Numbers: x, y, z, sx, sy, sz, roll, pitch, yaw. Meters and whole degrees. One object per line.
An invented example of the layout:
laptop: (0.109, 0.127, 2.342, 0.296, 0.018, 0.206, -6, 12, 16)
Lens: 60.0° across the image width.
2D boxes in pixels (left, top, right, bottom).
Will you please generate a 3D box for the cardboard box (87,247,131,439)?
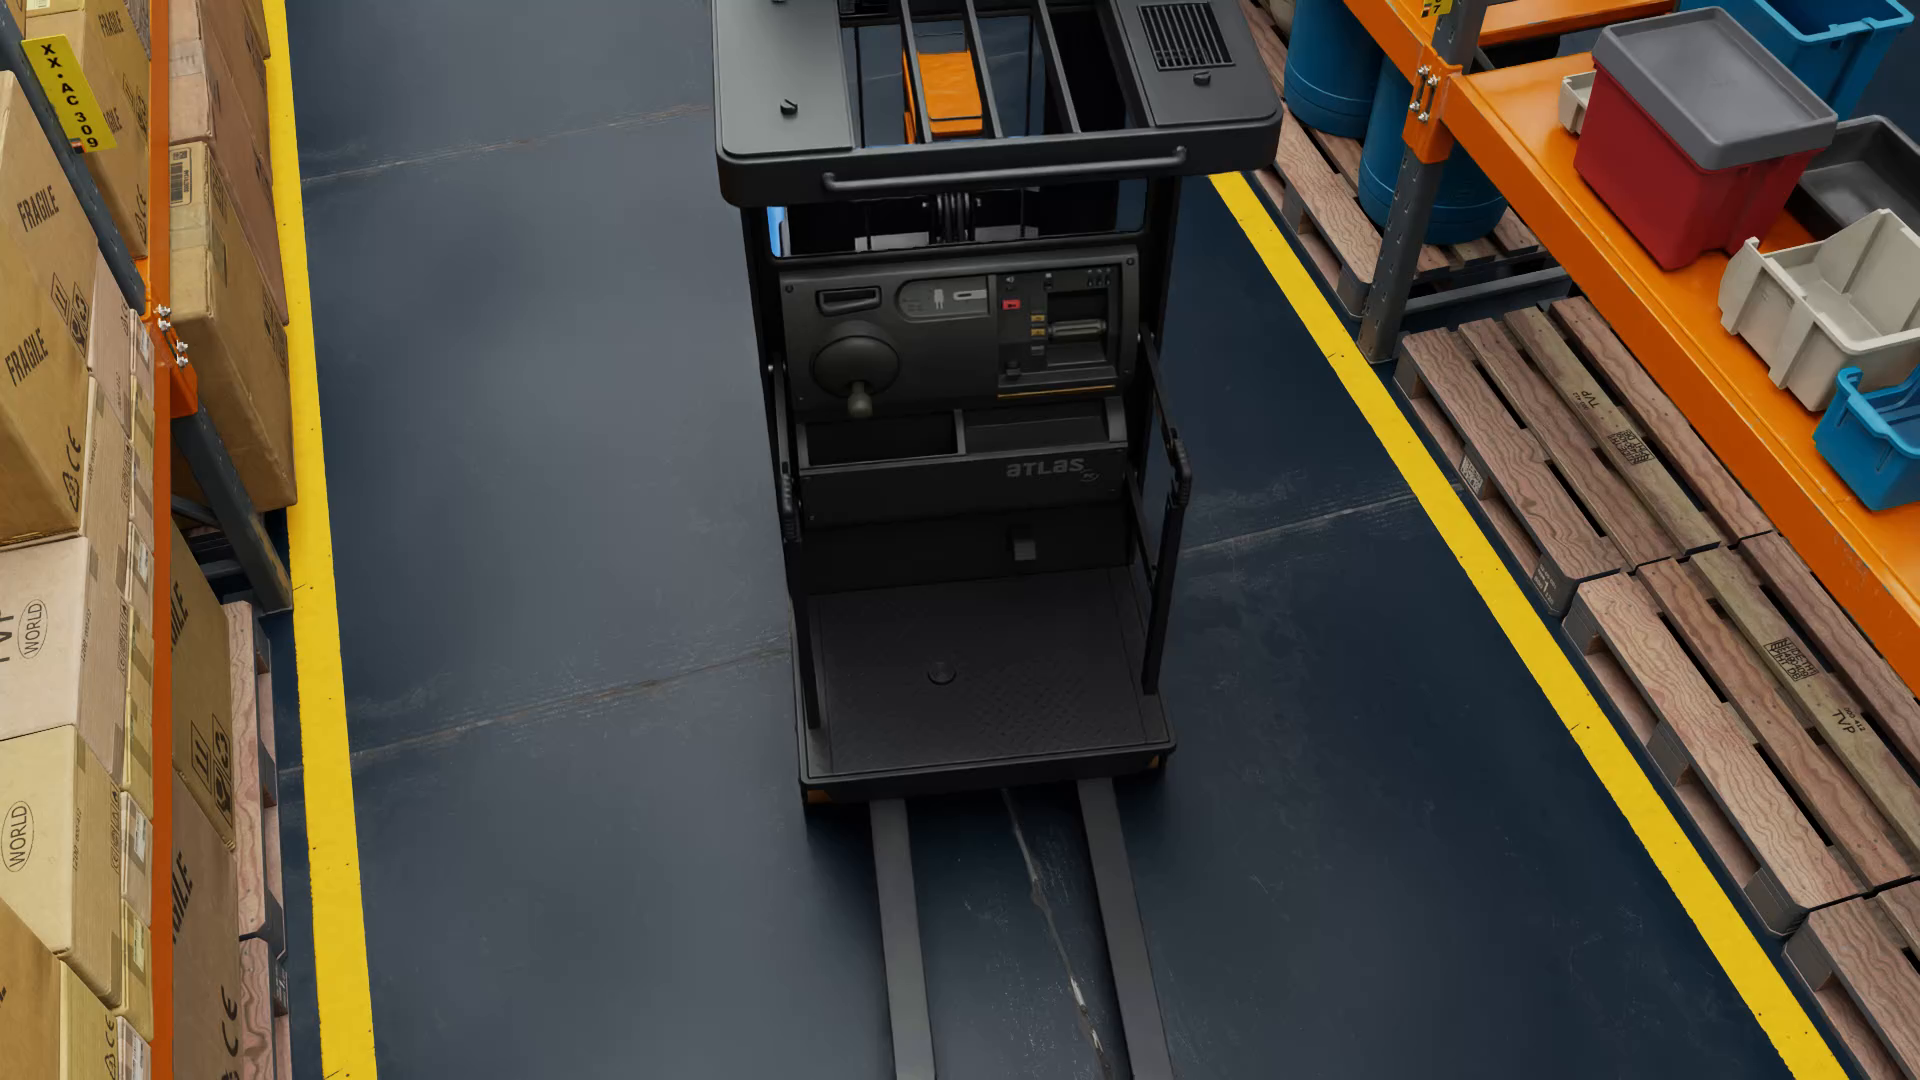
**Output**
cardboard box: (-2.337, -0.446, 4.068, 0.500, 0.250, 0.500, -14, 51, -12)

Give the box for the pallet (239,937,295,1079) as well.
pallet: (-2.204, 1.703, 4.177, 1.003, 0.211, 1.213, -13, 51, -11)

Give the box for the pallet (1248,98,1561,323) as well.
pallet: (1.825, -1.456, 6.839, 1.003, 0.211, 1.213, -13, 51, -11)

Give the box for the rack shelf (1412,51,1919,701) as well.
rack shelf: (2.605, -0.089, 4.334, 1.077, 0.370, 4.000, -13, 51, -11)

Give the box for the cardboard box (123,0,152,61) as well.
cardboard box: (-2.913, -1.819, 5.256, 0.500, 0.500, 0.500, -14, 51, -12)

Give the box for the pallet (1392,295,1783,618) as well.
pallet: (2.268, -0.355, 5.911, 1.003, 0.211, 1.213, -13, 51, -11)

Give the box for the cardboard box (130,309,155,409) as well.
cardboard box: (-2.315, -0.432, 4.317, 0.380, 0.149, 0.250, -13, 51, -11)

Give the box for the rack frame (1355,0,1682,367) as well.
rack frame: (2.013, -1.782, 5.290, 1.000, 3.000, 0.127, -13, 51, -11)

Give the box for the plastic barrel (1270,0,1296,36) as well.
plastic barrel: (1.578, -2.466, 7.220, 0.421, 0.512, 0.421, 0, 50, 0)

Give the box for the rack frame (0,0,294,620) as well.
rack frame: (-2.718, -0.662, 4.346, 1.000, 3.000, 0.127, -13, 51, -11)

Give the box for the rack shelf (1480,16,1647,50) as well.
rack shelf: (1.422, -3.057, 6.742, 0.831, 0.071, 3.687, -13, 51, -11)

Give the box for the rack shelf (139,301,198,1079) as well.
rack shelf: (-2.127, 1.031, 3.390, 1.077, 0.370, 4.000, -13, 51, -11)

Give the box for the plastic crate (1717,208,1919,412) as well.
plastic crate: (2.289, -0.606, 4.337, 0.437, 0.282, 0.530, -13, 51, -11)

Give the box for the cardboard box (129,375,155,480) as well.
cardboard box: (-2.239, -0.244, 4.158, 0.380, 0.149, 0.250, -12, 51, -10)

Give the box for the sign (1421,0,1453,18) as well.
sign: (1.487, -1.748, 5.081, 0.100, 0.325, 0.005, -13, 51, -11)

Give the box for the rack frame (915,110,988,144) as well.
rack frame: (-0.026, -1.052, 5.852, 0.240, 1.200, 0.015, -5, 50, -4)

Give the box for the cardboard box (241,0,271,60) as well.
cardboard box: (-3.717, -2.525, 7.032, 1.225, 0.875, 0.875, -15, 52, -13)

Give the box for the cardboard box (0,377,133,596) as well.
cardboard box: (-2.182, -0.069, 3.750, 0.500, 0.250, 0.500, -12, 51, -10)

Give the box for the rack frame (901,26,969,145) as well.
rack frame: (-0.084, -1.423, 6.165, 0.240, 1.200, 0.015, -5, 50, -4)

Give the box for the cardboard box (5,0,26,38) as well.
cardboard box: (-2.915, -1.482, 4.316, 0.797, 0.503, 0.637, -15, 51, -12)

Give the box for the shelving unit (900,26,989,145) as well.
shelving unit: (-0.055, -1.238, 6.009, 0.258, 1.200, 0.503, -5, 50, -4)

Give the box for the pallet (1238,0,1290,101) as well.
pallet: (1.460, -2.349, 7.592, 1.003, 0.211, 1.213, -13, 51, -11)

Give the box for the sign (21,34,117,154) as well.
sign: (-2.189, -1.093, 4.091, 0.100, 0.325, 0.005, -13, 51, -11)

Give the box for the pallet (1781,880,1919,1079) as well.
pallet: (2.989, 1.427, 4.409, 1.003, 0.211, 1.213, -13, 51, -11)

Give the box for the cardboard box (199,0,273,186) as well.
cardboard box: (-3.461, -1.872, 6.481, 1.225, 0.875, 0.875, -13, 51, -11)

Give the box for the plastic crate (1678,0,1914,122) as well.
plastic crate: (2.477, -1.532, 5.051, 0.392, 0.384, 0.575, -13, 51, -11)

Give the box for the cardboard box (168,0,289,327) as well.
cardboard box: (-3.192, -1.228, 5.938, 1.225, 0.875, 0.875, -15, 51, -12)

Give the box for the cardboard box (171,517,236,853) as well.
cardboard box: (-2.600, 0.388, 4.576, 0.875, 0.875, 0.875, -13, 51, -11)

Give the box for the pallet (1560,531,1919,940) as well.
pallet: (2.632, 0.538, 5.158, 1.003, 0.211, 1.213, -13, 51, -11)

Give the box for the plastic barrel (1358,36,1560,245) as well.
plastic barrel: (1.869, -1.642, 6.270, 0.600, 0.901, 0.708, -13, 51, -11)

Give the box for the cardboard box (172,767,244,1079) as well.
cardboard box: (-2.333, 1.045, 4.022, 0.875, 0.875, 0.875, -13, 51, -11)

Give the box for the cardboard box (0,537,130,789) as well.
cardboard box: (-2.031, 0.304, 3.435, 0.500, 0.250, 0.500, -12, 51, -10)

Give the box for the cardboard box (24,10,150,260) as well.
cardboard box: (-2.615, -1.087, 4.639, 0.500, 0.500, 0.500, -13, 51, -11)

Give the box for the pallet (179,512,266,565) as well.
pallet: (-3.018, -0.310, 5.873, 1.003, 0.211, 1.213, -13, 51, -11)

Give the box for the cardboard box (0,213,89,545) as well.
cardboard box: (-2.183, -0.309, 3.462, 0.500, 0.500, 0.500, -13, 51, -11)

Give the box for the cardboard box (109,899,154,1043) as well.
cardboard box: (-1.781, 0.884, 3.207, 0.380, 0.149, 0.250, -14, 51, -12)

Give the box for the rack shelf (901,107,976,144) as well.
rack shelf: (-0.055, -1.338, 5.889, 0.258, 0.148, 0.480, -5, 50, -4)

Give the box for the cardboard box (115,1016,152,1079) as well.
cardboard box: (-1.708, 1.068, 3.052, 0.380, 0.149, 0.250, -14, 51, -11)

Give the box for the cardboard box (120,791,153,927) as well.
cardboard box: (-1.861, 0.692, 3.369, 0.380, 0.149, 0.250, -13, 51, -10)

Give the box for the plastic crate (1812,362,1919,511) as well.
plastic crate: (2.344, -0.268, 4.084, 0.416, 0.233, 0.300, -13, 51, -11)

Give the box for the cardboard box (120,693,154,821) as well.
cardboard box: (-1.935, 0.506, 3.526, 0.380, 0.149, 0.250, -14, 51, -12)

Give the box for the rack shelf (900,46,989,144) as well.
rack shelf: (-0.055, -1.491, 5.708, 0.258, 0.148, 0.480, -5, 50, -4)

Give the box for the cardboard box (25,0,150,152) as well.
cardboard box: (-2.765, -1.453, 4.948, 0.500, 0.500, 0.500, -13, 51, -11)

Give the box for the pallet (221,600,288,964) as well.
pallet: (-2.568, 0.810, 4.929, 1.003, 0.211, 1.213, -13, 51, -11)

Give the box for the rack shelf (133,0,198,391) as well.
rack shelf: (-3.310, -1.891, 5.853, 1.077, 0.370, 4.000, -13, 51, -11)

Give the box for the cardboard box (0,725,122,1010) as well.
cardboard box: (-1.884, 0.675, 3.123, 0.500, 0.250, 0.500, -14, 51, -12)

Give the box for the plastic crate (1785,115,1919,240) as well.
plastic crate: (2.601, -0.956, 4.734, 0.437, 0.125, 0.590, -13, 51, -11)

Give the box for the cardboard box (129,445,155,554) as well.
cardboard box: (-2.163, -0.057, 4.000, 0.380, 0.149, 0.250, -14, 51, -12)

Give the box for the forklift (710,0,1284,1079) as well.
forklift: (0.033, -0.433, 4.198, 1.130, 2.935, 3.031, -5, 50, -4)

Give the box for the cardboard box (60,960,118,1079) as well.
cardboard box: (-1.725, 1.055, 2.803, 0.500, 0.250, 0.500, -15, 51, -12)

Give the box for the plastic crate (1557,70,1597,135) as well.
plastic crate: (2.014, -1.344, 5.054, 0.396, 0.136, 0.243, -13, 51, -11)

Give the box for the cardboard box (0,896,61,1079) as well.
cardboard box: (-1.726, 0.817, 2.513, 0.500, 0.500, 0.500, -15, 51, -12)

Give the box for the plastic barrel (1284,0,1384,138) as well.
plastic barrel: (1.659, -2.159, 6.706, 0.600, 0.901, 0.708, -13, 51, -11)

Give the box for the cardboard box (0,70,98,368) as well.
cardboard box: (-2.327, -0.676, 3.771, 0.500, 0.500, 0.500, -12, 51, -10)
